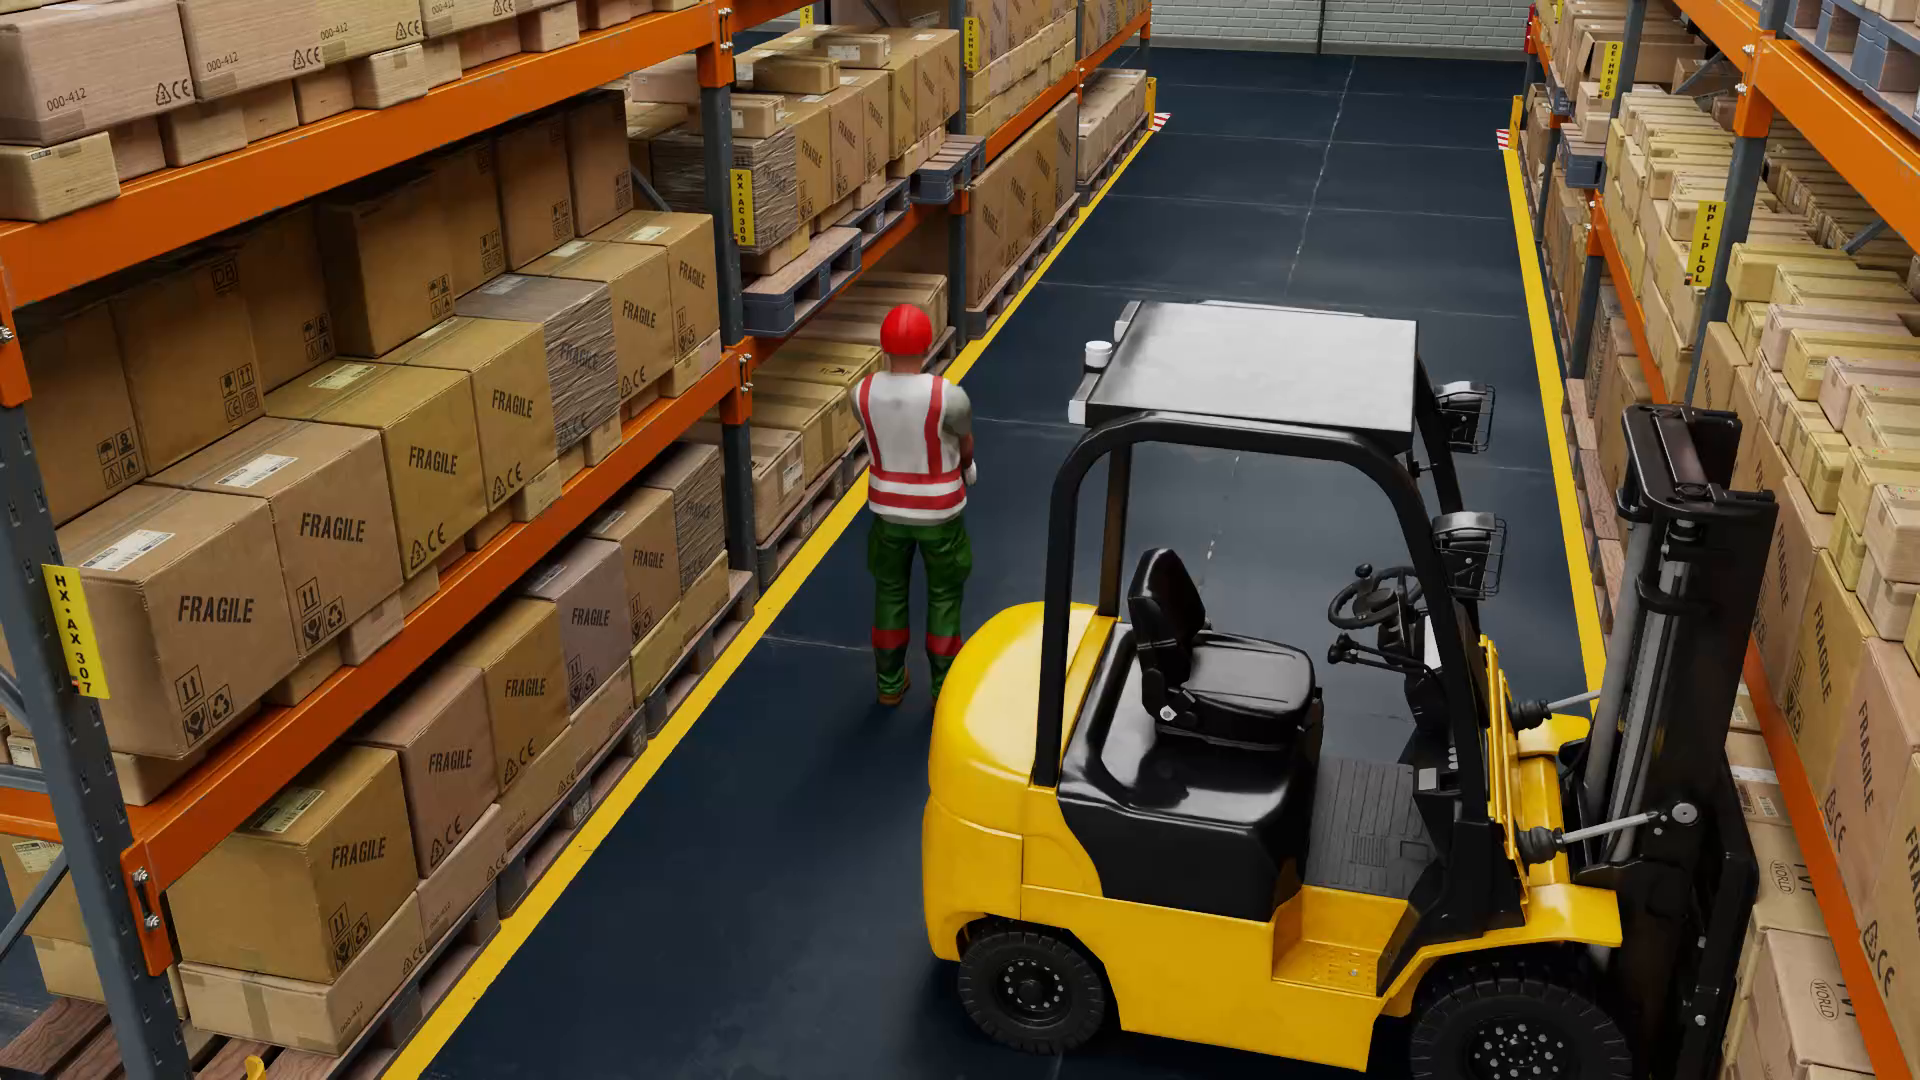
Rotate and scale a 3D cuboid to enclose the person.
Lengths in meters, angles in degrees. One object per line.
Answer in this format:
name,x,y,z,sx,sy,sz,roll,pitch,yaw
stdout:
person,-0.165,-0.167,6.941,0.494,1.783,0.567,6,26,12
